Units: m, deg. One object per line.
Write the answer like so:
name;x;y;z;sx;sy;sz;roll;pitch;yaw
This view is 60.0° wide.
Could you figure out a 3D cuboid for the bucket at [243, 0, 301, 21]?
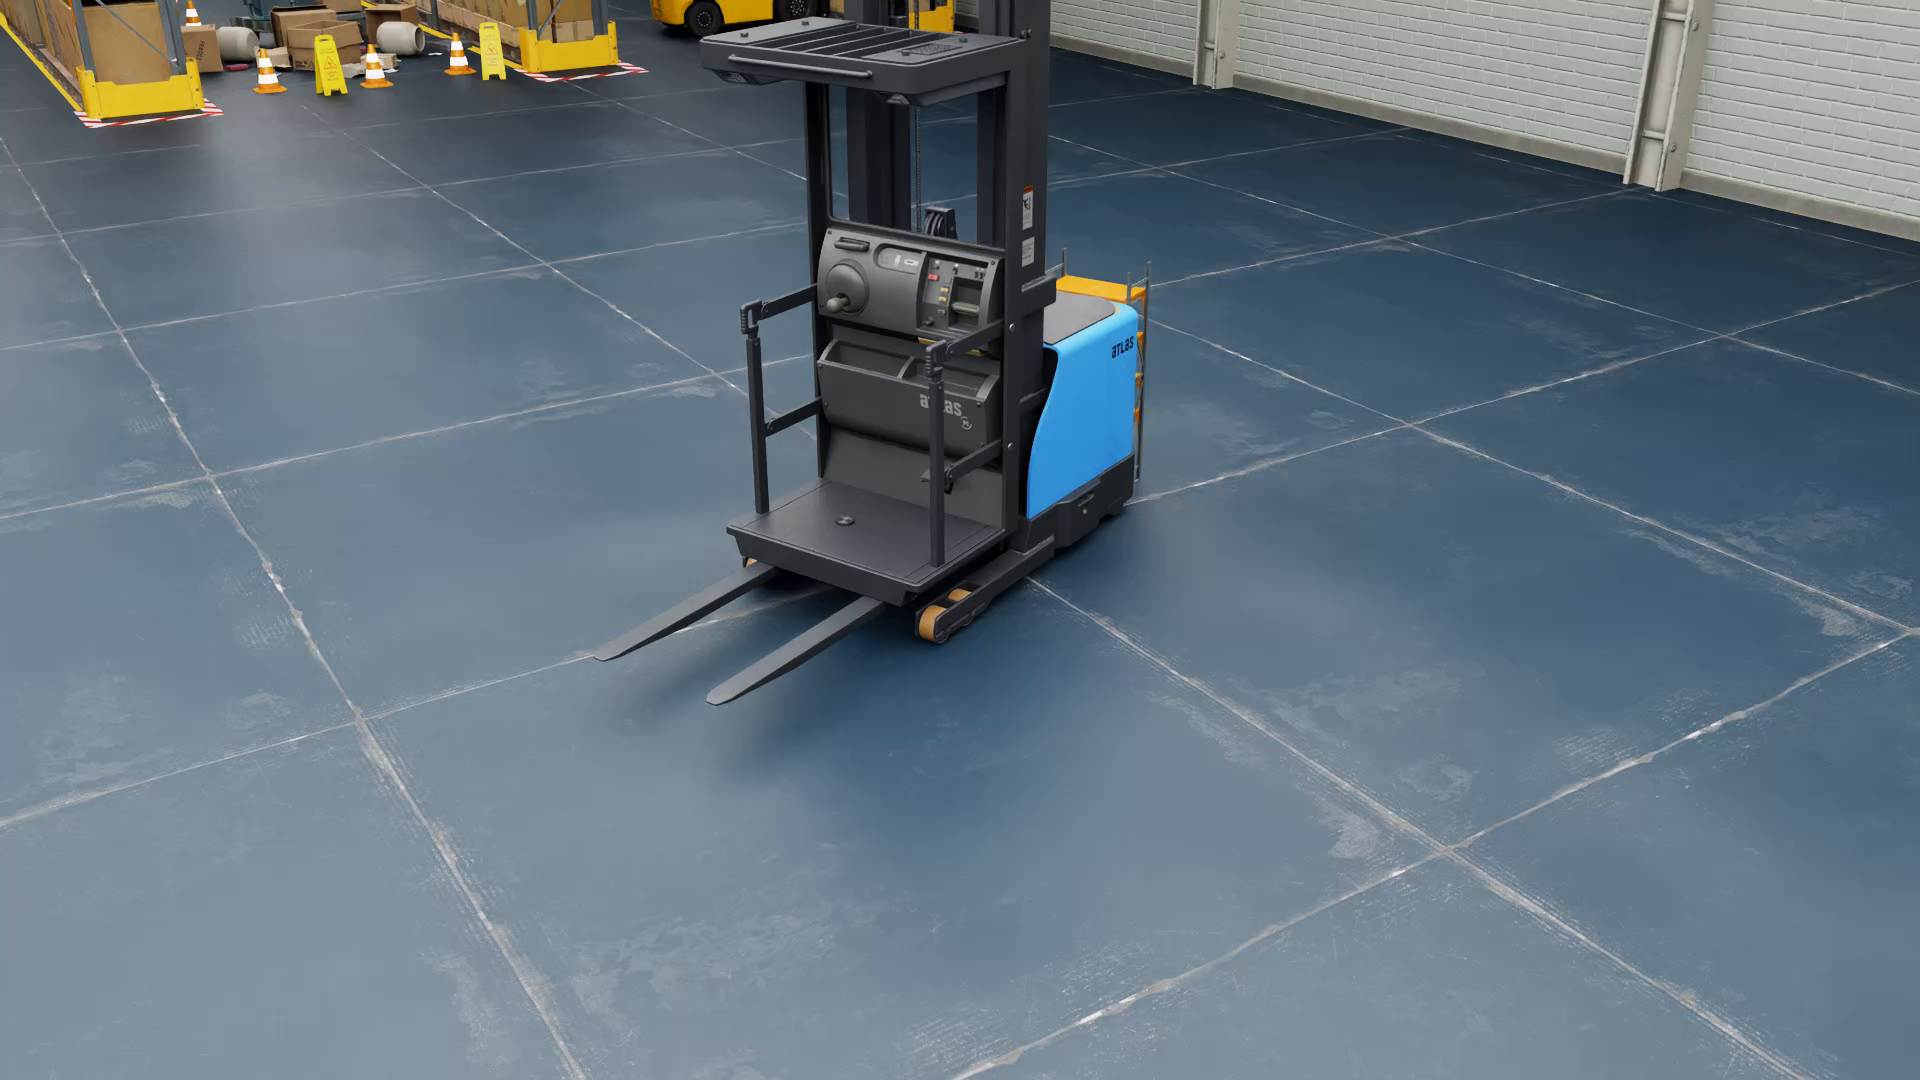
bucket;-9.088;-7.183;22.006;0.726;0.611;0.620;-6;16;-12

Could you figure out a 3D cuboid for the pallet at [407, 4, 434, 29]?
pallet;-7.428;-7.694;24.302;1.003;0.211;1.213;-16;29;-30

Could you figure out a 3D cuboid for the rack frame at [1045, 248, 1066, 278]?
rack frame;0.484;-0.934;8.822;0.015;1.200;0.240;15;29;28

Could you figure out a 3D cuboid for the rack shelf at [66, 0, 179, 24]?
rack shelf;-10.003;-6.447;19.235;1.077;0.370;4.000;-16;29;-30

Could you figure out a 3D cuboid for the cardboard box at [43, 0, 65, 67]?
cardboard box;-10.314;-6.154;19.769;0.875;0.875;0.875;-15;29;-29

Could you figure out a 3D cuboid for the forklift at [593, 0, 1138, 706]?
forklift;-0.356;-1.104;7.155;1.130;2.935;3.031;16;30;31

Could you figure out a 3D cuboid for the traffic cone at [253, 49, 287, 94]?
traffic cone;-8.011;-5.430;19.211;0.336;0.463;0.334;-16;29;-30

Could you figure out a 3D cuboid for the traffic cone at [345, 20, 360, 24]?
traffic cone;-8.852;-7.647;23.907;0.336;0.463;0.334;-16;29;-30

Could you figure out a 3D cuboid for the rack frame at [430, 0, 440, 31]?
rack frame;-7.002;-8.677;23.117;1.000;3.000;0.127;-16;29;-30

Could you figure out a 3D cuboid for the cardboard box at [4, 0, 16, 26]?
cardboard box;-12.541;-7.540;22.852;1.050;0.750;0.750;-15;29;-29

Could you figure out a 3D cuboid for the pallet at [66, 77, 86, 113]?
pallet;-9.413;-5.064;18.729;1.003;0.211;1.213;-16;29;-30

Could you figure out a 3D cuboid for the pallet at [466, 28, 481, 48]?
pallet;-5.936;-6.747;22.296;1.003;0.211;1.213;-16;29;-30

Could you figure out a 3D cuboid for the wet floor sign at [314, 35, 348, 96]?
wet floor sign;-7.236;-5.443;19.025;0.267;0.644;0.232;-22;33;-38

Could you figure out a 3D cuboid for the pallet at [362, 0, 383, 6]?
pallet;-8.760;-8.567;26.150;1.003;0.211;1.213;-16;29;-30

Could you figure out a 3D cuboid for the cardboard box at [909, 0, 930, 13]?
cardboard box;-0.766;-7.572;23.506;0.500;0.250;0.500;-15;29;-29

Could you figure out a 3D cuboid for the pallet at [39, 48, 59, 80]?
pallet;-10.745;-5.936;20.578;1.003;0.211;1.213;-16;29;-30

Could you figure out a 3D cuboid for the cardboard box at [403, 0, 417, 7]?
cardboard box;-7.686;-8.122;24.528;0.950;0.372;0.625;-14;28;-26

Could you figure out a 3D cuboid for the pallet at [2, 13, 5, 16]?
pallet;-13.703;-7.937;24.816;1.003;0.211;1.213;-16;29;-30

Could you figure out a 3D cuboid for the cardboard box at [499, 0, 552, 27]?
cardboard box;-5.474;-6.758;20.902;0.500;0.500;0.500;-15;29;-29

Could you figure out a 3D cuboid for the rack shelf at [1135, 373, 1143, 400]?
rack shelf;0.692;-0.818;8.735;0.480;0.148;0.258;15;29;28

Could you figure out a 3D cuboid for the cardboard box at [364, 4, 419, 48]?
cardboard box;-7.557;-6.848;22.167;0.500;0.500;0.500;3;25;6

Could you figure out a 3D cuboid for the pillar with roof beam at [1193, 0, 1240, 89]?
pillar with roof beam;-0.618;-8.427;15.560;9.100;9.000;0.400;-16;29;-30

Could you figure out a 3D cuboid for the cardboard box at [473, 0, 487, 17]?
cardboard box;-6.032;-7.126;21.682;0.500;0.500;0.500;-16;30;-31

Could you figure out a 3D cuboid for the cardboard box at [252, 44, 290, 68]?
cardboard box;-8.613;-6.066;20.788;0.396;0.266;0.258;-10;27;-21

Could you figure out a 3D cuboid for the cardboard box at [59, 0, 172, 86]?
cardboard box;-9.336;-5.513;18.412;0.875;0.875;0.875;-15;29;-29

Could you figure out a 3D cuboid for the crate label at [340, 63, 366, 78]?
crate label;-7.360;-5.692;20.146;0.298;0.136;0.250;12;28;24

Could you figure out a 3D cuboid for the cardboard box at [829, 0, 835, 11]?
cardboard box;-1.712;-7.807;24.002;0.500;0.250;0.500;-15;29;-29

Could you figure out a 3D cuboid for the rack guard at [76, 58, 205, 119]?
rack guard;-8.898;-4.918;18.082;1.175;0.500;0.348;-16;29;-30

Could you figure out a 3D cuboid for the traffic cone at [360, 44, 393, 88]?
traffic cone;-6.879;-5.572;19.512;0.336;0.463;0.334;-16;29;-30

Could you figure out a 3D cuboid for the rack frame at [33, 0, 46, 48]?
rack frame;-11.094;-7.487;20.597;1.000;3.000;0.127;-16;29;-30

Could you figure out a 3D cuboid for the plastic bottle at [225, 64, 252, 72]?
plastic bottle;-8.919;-5.846;20.563;0.133;0.061;0.283;18;31;33

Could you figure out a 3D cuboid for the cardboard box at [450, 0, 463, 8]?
cardboard box;-6.604;-7.500;22.474;0.500;0.500;0.500;-14;29;-28

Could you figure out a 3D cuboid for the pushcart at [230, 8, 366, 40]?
pushcart;-8.885;-6.942;22.514;0.936;0.377;1.648;18;31;33

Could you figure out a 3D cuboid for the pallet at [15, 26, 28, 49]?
pallet;-12.249;-6.922;22.665;1.003;0.211;1.213;-16;29;-30

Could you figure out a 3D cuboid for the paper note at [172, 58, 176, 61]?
paper note;-9.969;-6.116;21.168;0.142;0.020;0.147;7;26;15

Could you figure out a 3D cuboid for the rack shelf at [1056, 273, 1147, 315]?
rack shelf;0.692;-1.234;8.539;0.480;0.148;0.258;15;29;28

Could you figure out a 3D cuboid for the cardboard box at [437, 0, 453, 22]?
cardboard box;-6.906;-7.350;23.034;0.500;0.250;0.500;-17;30;-32

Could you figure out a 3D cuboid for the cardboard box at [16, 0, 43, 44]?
cardboard box;-11.509;-6.861;21.414;1.050;0.750;0.750;-16;29;-30

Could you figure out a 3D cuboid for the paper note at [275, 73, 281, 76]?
paper note;-8.322;-5.655;20.195;0.144;0.017;0.142;-6;26;-12

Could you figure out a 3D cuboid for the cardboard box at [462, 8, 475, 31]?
cardboard box;-6.314;-6.972;22.235;0.500;0.250;0.500;-16;30;-30

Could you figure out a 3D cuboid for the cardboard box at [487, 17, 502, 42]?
cardboard box;-5.761;-6.607;21.460;0.500;0.250;0.500;-15;29;-29

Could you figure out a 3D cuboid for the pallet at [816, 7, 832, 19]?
pallet;-1.776;-7.843;24.617;1.003;0.211;1.213;-16;29;-30

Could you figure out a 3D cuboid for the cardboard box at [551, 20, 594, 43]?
cardboard box;-5.027;-6.546;21.332;0.500;0.250;0.500;-16;30;-30

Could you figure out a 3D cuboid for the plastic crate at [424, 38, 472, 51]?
plastic crate;-6.832;-6.604;22.146;0.583;0.080;0.402;18;31;33

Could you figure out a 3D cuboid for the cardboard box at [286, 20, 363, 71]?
cardboard box;-7.899;-6.156;20.701;0.637;0.503;0.797;7;26;15

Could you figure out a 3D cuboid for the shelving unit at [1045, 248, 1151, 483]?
shelving unit;0.692;-0.879;8.707;0.503;1.200;0.258;15;29;28

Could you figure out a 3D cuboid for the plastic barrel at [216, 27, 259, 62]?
plastic barrel;-9.190;-6.274;21.045;0.512;0.421;0.421;3;25;6
